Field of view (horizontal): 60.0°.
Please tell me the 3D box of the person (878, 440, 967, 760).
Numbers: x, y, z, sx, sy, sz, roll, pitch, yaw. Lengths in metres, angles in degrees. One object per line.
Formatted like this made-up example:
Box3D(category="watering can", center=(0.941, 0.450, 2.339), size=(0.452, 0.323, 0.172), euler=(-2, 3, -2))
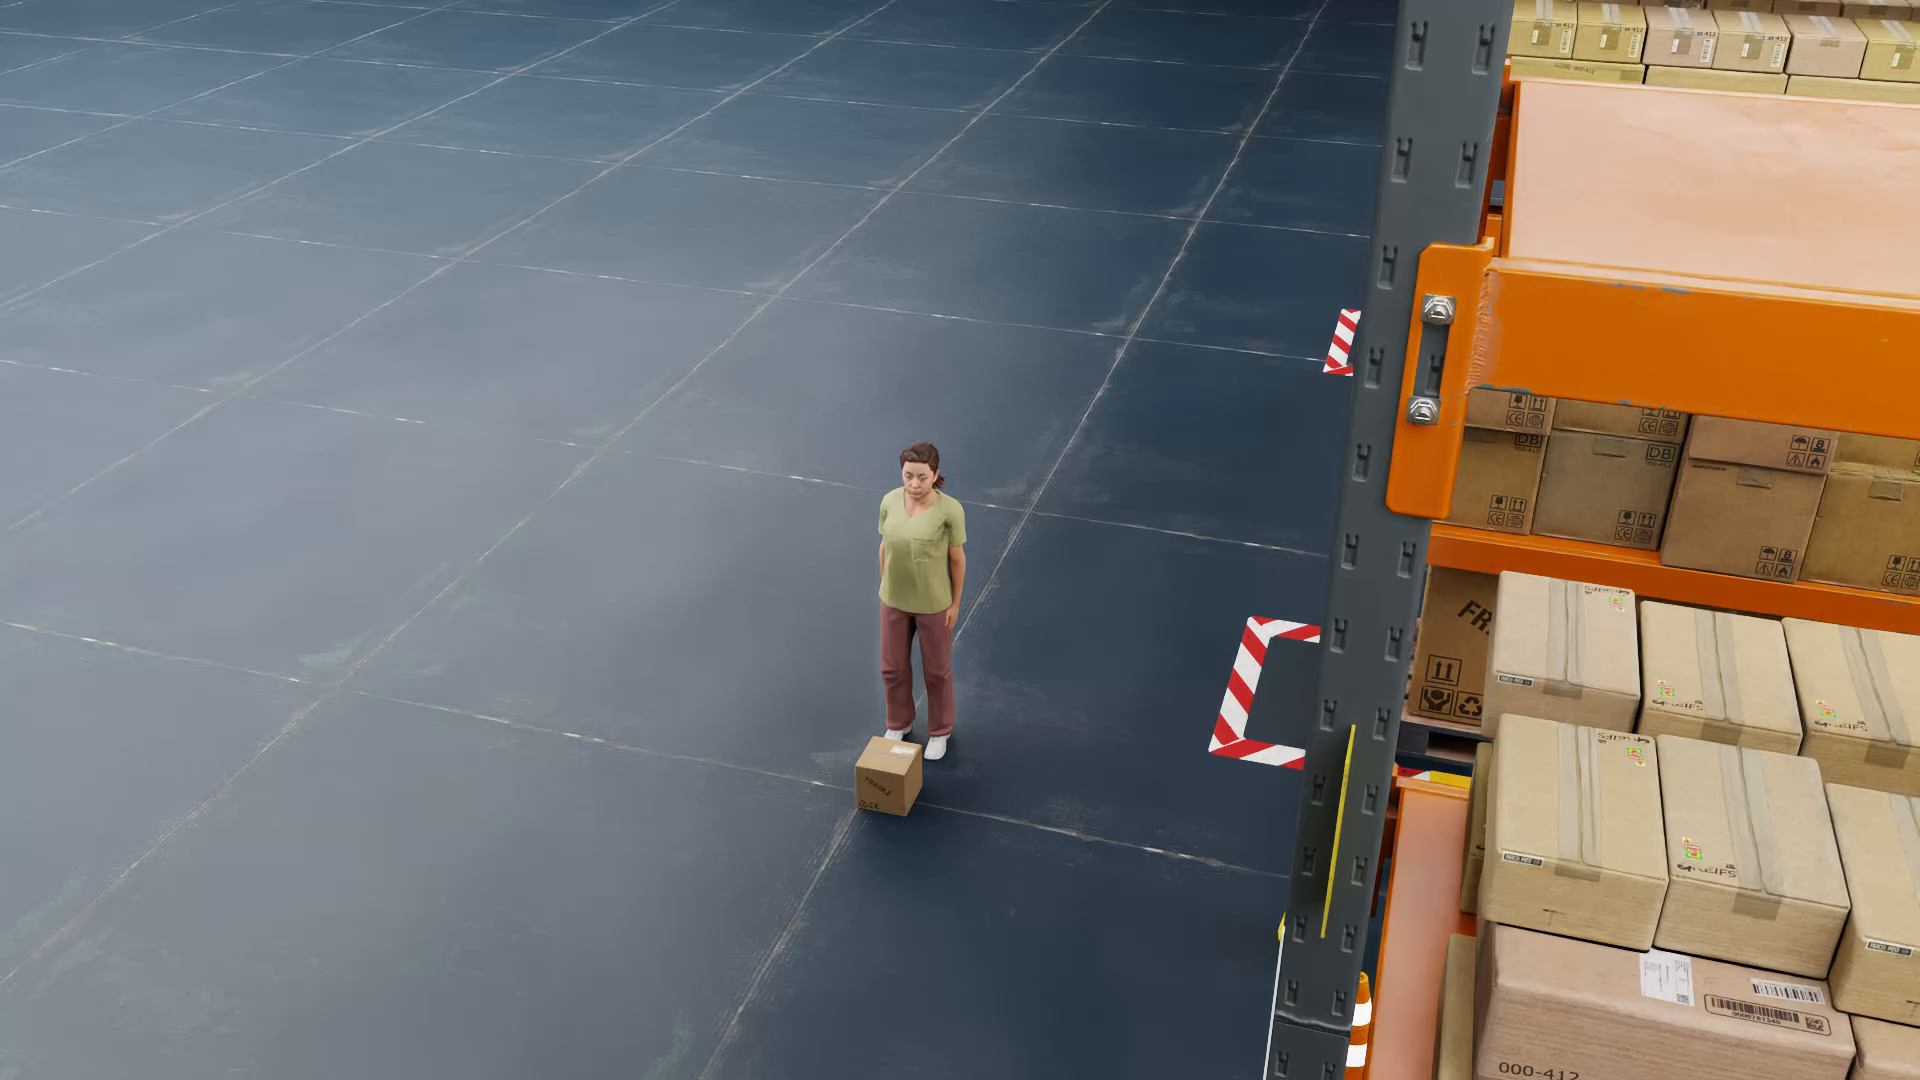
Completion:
Box3D(category="person", center=(-0.192, 0.292, 7.994), size=(0.439, 1.668, 0.370), euler=(9, 31, 16))
